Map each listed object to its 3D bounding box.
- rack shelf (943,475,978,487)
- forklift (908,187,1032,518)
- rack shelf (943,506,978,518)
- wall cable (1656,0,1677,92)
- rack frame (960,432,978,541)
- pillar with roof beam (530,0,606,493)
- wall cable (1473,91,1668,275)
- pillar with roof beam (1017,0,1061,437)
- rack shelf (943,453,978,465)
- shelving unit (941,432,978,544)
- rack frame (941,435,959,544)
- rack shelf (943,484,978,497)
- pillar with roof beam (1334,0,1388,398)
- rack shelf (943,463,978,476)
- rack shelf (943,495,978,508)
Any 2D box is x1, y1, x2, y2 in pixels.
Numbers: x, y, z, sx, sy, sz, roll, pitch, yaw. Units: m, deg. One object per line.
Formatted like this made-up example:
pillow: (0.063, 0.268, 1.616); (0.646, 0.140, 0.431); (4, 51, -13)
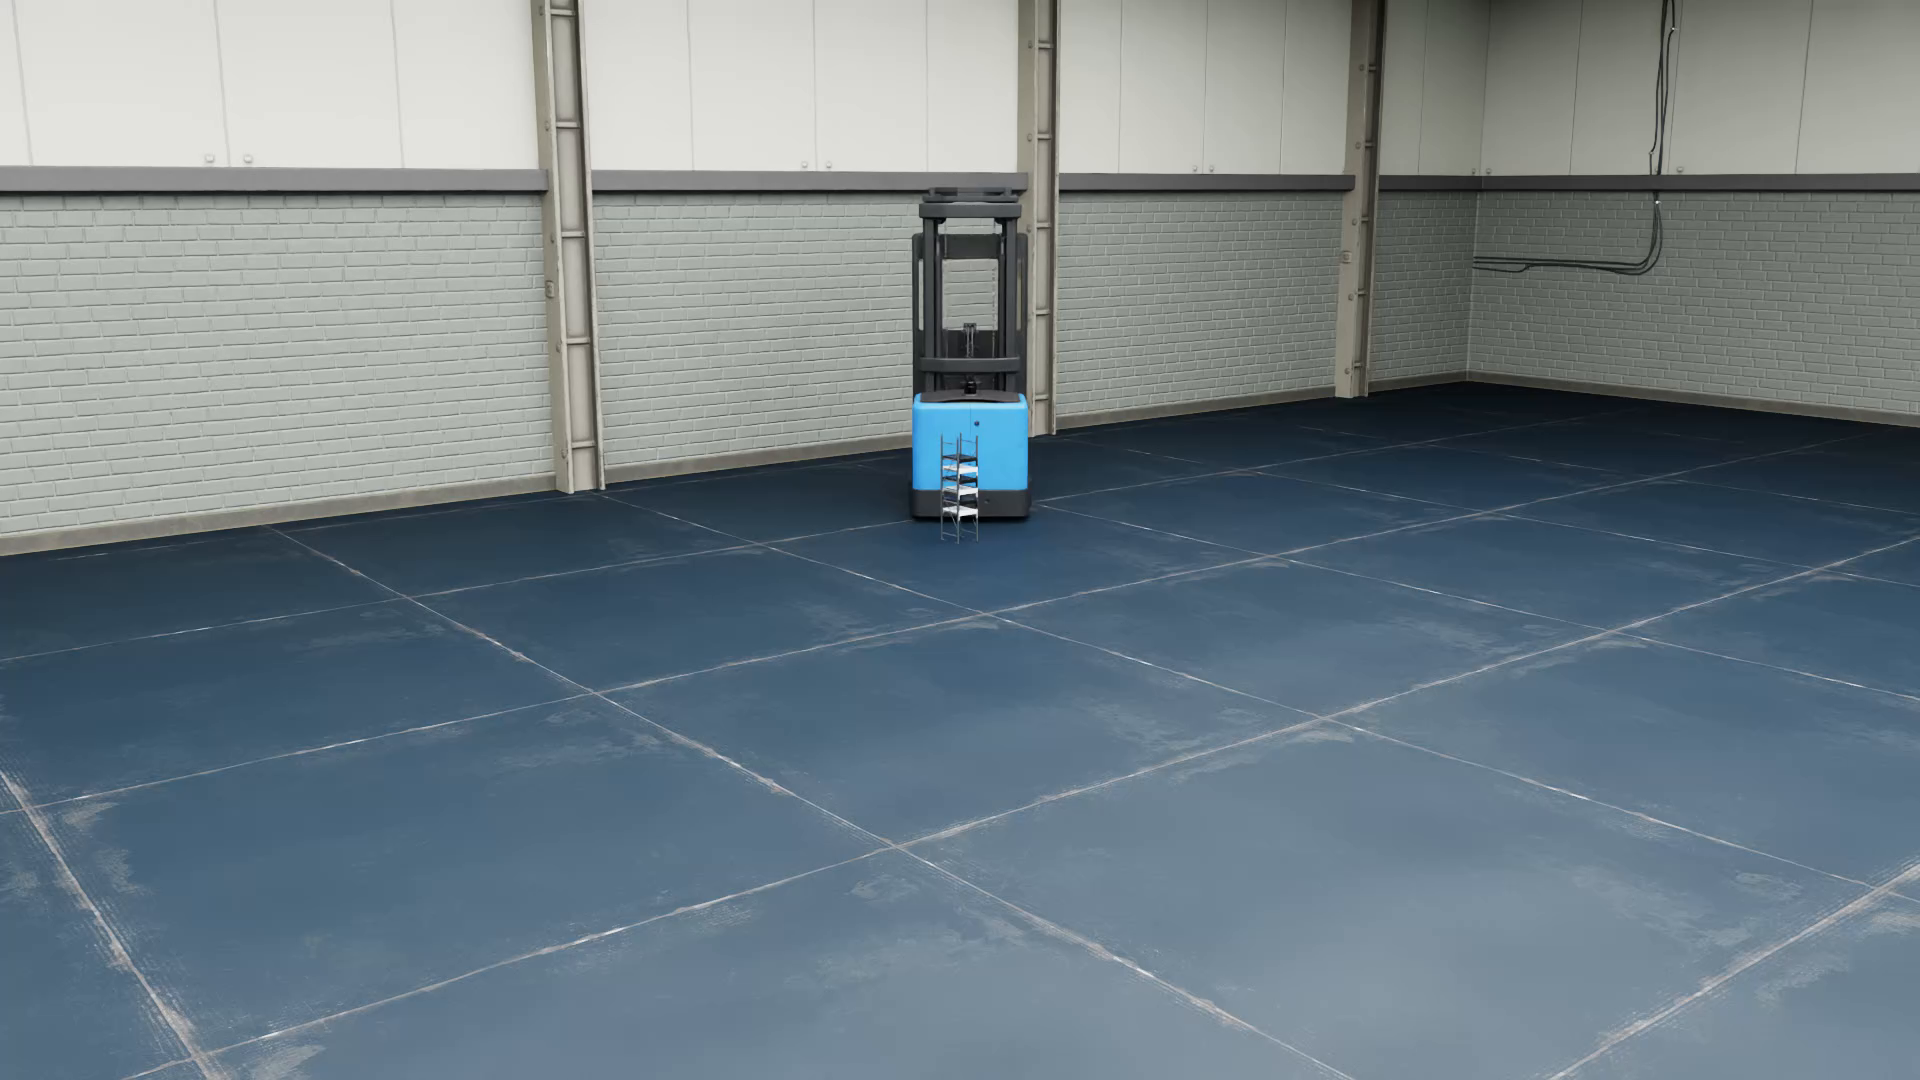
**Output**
rack shelf: (-0.006, -0.495, 14.019); (0.200, 0.077, 0.258); (-9, 15, -38)
forklift: (0.094, -1.885, 15.948); (1.130, 2.935, 3.031); (0, 12, 0)
rack shelf: (-0.006, -0.230, 14.075); (0.200, 0.077, 0.258); (-9, 15, -38)
wall cable: (10.419, -7.145, 21.431); (0.112, 2.526, 3.097); (-9, 15, -38)
rack frame: (0.073, -0.452, 14.092); (0.006, 0.900, 0.240); (-9, 15, -38)
pillar with roof beam: (-1.079, -4.209, 12.288); (0.400, 9.000, 9.100); (-9, 15, -38)
wall cable: (8.729, -5.114, 24.022); (0.112, 2.526, 3.097); (-9, 15, -38)
pillar with roof beam: (3.606, -4.988, 15.954); (0.400, 9.000, 9.100); (-9, 15, -38)
rack shelf: (-0.006, -0.671, 13.981); (0.200, 0.077, 0.258); (-9, 15, -38)
shelving unit: (-0.006, -0.439, 14.030); (0.210, 0.900, 0.258); (-9, 15, -38)
rack frame: (-0.086, -0.426, 13.968); (0.006, 0.900, 0.240); (-9, 15, -38)
rack shelf: (-0.006, -0.407, 14.037); (0.200, 0.077, 0.258); (-9, 15, -38)
pillar with roof beam: (8.291, -5.767, 19.621); (0.400, 9.000, 9.100); (-9, 15, -38)
rack shelf: (-0.006, -0.583, 14.000); (0.200, 0.077, 0.258); (-9, 15, -38)
rack shelf: (-0.006, -0.318, 14.056); (0.200, 0.077, 0.258); (-9, 15, -38)
